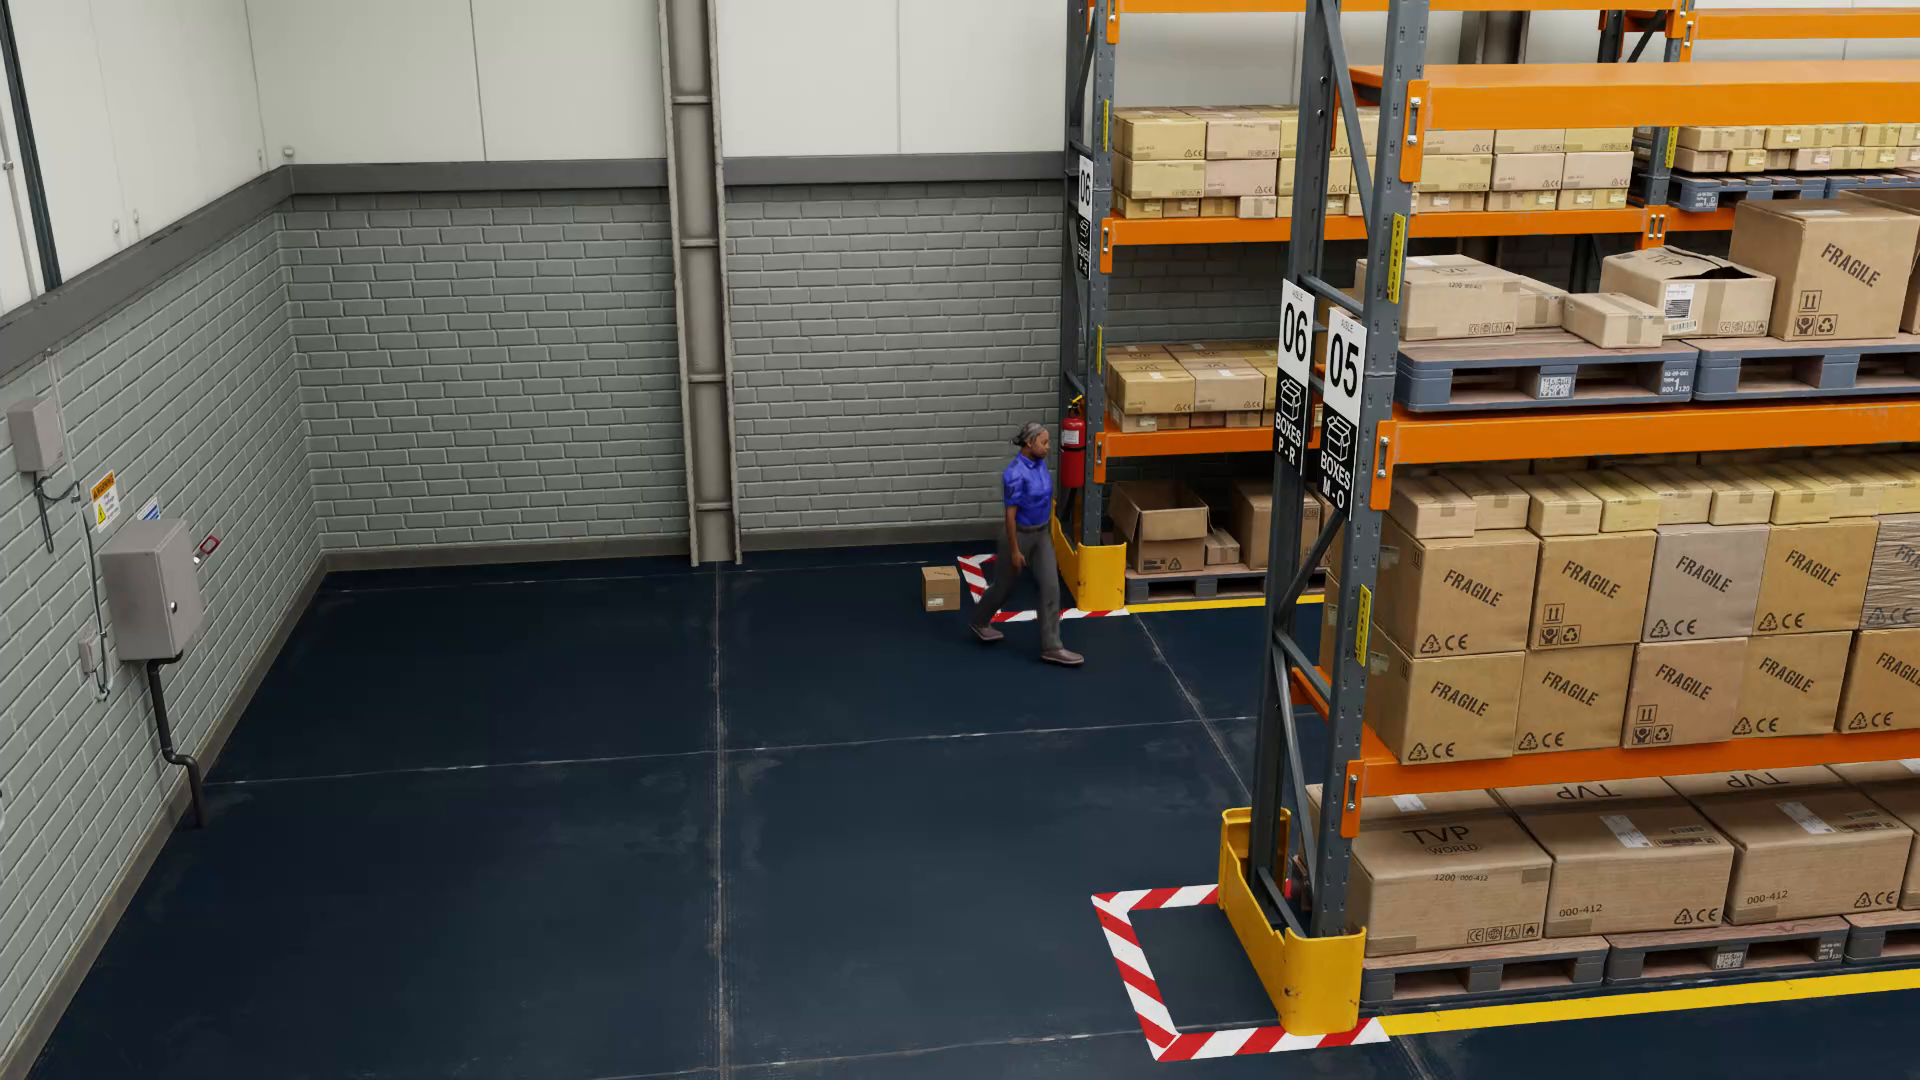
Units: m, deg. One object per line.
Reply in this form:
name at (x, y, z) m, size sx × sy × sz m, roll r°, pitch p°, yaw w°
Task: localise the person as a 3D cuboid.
person at (0.435, 0.000, 11.079) m, size 0.903 × 1.610 × 0.455 m, roll 17°, pitch 26°, yaw 39°
